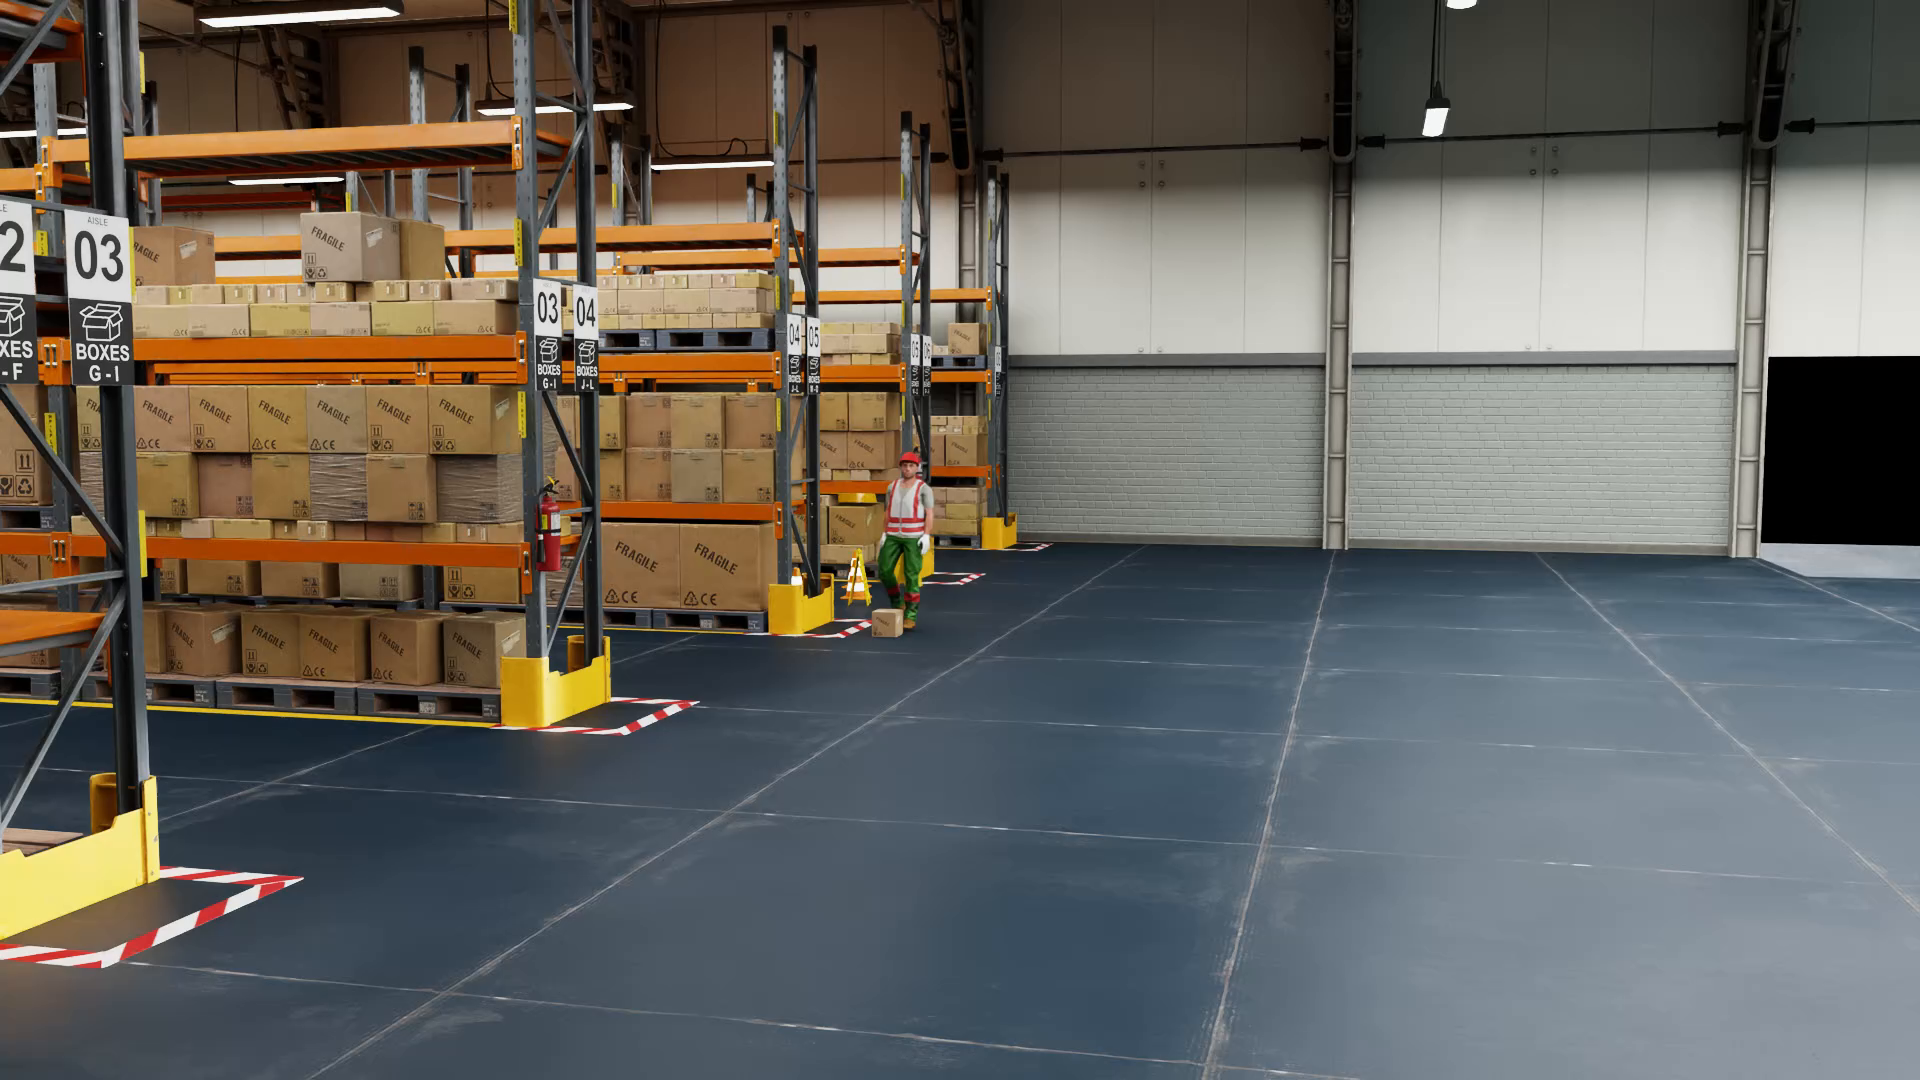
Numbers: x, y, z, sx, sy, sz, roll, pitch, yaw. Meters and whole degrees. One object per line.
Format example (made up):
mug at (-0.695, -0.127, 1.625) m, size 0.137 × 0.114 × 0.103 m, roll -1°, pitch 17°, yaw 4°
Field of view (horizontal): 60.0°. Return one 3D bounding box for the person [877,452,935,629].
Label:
person at (-0.578, 0.000, 16.986) m, size 0.599 × 1.797 × 0.496 m, roll 2°, pitch 5°, yaw 20°
